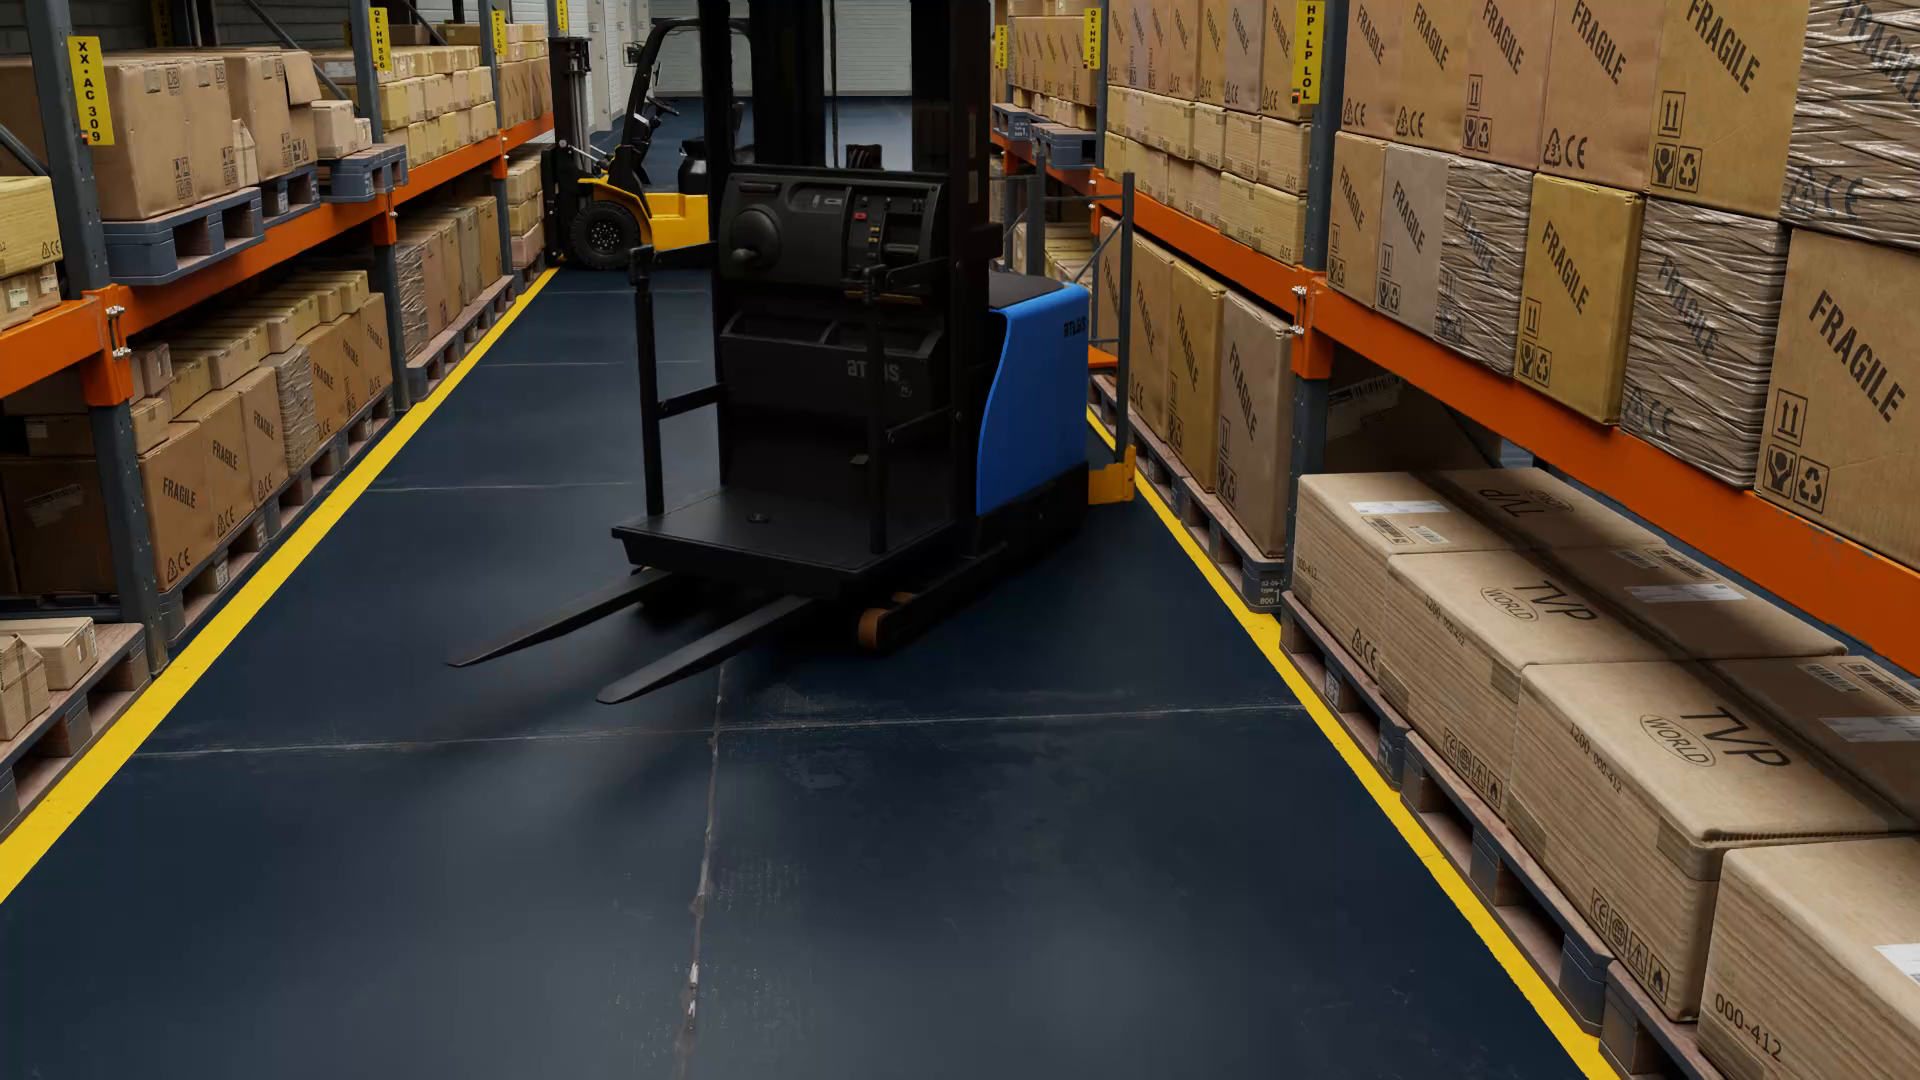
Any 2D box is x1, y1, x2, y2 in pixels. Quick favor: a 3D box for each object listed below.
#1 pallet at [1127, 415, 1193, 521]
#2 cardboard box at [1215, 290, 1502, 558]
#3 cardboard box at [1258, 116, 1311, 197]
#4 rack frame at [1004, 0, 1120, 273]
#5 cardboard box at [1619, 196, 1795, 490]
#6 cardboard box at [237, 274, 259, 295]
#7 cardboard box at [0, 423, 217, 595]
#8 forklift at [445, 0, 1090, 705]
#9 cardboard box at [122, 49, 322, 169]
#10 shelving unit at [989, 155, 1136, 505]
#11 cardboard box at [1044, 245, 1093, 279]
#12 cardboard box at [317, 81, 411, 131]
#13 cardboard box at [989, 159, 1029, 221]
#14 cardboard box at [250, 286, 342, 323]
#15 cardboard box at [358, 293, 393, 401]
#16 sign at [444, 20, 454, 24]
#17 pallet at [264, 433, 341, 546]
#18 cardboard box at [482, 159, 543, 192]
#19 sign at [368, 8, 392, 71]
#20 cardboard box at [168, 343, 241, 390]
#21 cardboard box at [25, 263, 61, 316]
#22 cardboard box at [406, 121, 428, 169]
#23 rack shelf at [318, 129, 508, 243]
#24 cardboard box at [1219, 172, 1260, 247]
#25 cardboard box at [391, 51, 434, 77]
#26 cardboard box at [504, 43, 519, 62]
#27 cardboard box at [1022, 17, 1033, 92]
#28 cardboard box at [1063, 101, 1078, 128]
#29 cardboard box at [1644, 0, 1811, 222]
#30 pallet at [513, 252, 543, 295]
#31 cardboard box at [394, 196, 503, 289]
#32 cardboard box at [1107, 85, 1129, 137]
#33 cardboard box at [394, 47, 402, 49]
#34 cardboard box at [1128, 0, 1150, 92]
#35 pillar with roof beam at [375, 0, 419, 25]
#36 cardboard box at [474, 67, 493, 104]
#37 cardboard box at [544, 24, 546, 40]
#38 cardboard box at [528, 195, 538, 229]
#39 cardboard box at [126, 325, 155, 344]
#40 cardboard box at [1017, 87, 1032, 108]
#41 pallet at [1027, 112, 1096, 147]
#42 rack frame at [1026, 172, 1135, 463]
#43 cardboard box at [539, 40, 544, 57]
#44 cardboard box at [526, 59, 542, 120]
[{"bbox_3d":[1.410,-0.378,8.030,1.003,0.211,1.213,-2,18,-6],"label":"pallet"},{"bbox_3d":[1.550,-0.486,6.563,0.875,0.875,0.875,-1,17,-4],"label":"cardboard box"},{"bbox_3d":[1.407,-1.408,6.069,0.500,0.250,0.500,-2,18,-6],"label":"cardboard box"},{"bbox_3d":[0.869,-3.500,13.319,1.000,3.000,0.127,-2,18,-6],"label":"rack frame"},{"bbox_3d":[1.694,-0.411,3.313,0.500,0.500,0.500,-1,17,-4],"label":"cardboard box"},{"bbox_3d":[-3.912,-1.306,8.720,0.380,0.149,0.250,-1,17,-3],"label":"cardboard box"},{"bbox_3d":[-3.069,-0.121,6.028,0.500,0.500,0.500,-1,17,-3],"label":"cardboard box"},{"bbox_3d":[-0.590,-1.149,5.944,1.130,2.935,3.031,9,20,28],"label":"forklift"},{"bbox_3d":[-3.303,-1.923,7.422,0.797,0.503,0.637,-2,18,-7],"label":"cardboard box"},{"bbox_3d":[0.362,-1.026,7.940,0.587,1.500,1.083,-6,18,-19],"label":"shelving unit"},{"bbox_3d":[1.076,-1.870,11.811,0.950,0.372,0.625,-1,17,-4],"label":"cardboard box"},{"bbox_3d":[-3.433,-2.462,9.426,0.500,0.250,0.500,-2,18,-6],"label":"cardboard box"},{"bbox_3d":[0.487,-3.066,14.573,0.500,0.500,0.500,-1,17,-5],"label":"cardboard box"},{"bbox_3d":[-3.310,-1.172,8.291,0.380,0.149,0.250,-2,18,-7],"label":"cardboard box"},{"bbox_3d":[-3.398,-1.043,8.962,0.500,0.500,0.500,-1,17,-4],"label":"cardboard box"},{"bbox_3d":[-5.033,-4.973,16.433,0.100,0.325,0.005,-2,18,-6],"label":"sign"},{"bbox_3d":[-3.493,-0.237,7.581,1.003,0.211,1.213,-2,18,-6],"label":"pallet"},{"bbox_3d":[-3.911,-3.166,14.473,0.500,0.250,0.500,-1,17,-4],"label":"cardboard box"},{"bbox_3d":[-3.117,-2.688,8.932,0.100,0.325,0.005,-2,18,-6],"label":"sign"},{"bbox_3d":[-3.189,-0.708,6.813,0.380,0.149,0.250,-2,18,-6],"label":"cardboard box"},{"bbox_3d":[-2.959,-0.755,4.995,0.380,0.149,0.250,-2,17,-5],"label":"cardboard box"},{"bbox_3d":[-3.505,-2.372,9.976,0.500,0.250,0.500,-2,18,-7],"label":"cardboard box"},{"bbox_3d":[-3.862,-2.407,11.037,1.077,0.370,4.000,-2,18,-6],"label":"rack shelf"},{"bbox_3d":[1.346,-1.323,6.634,0.500,0.250,0.500,-2,18,-6],"label":"cardboard box"},{"bbox_3d":[-3.539,-3.000,10.474,0.380,0.149,0.250,-1,17,-4],"label":"cardboard box"},{"bbox_3d":[-3.874,-4.036,13.775,0.380,0.149,0.250,-1,17,-4],"label":"cardboard box"},{"bbox_3d":[0.722,-3.445,11.778,0.500,0.500,0.500,-2,18,-6],"label":"cardboard box"},{"bbox_3d":[0.843,-2.631,10.268,0.380,0.149,0.250,-2,18,-6],"label":"cardboard box"},{"bbox_3d":[1.689,-0.888,3.163,0.500,0.500,0.500,-2,18,-6],"label":"cardboard box"},{"bbox_3d":[-4.108,-2.254,14.003,1.003,0.211,1.213,-2,18,-6],"label":"pallet"},{"bbox_3d":[-4.003,-2.258,12.626,0.875,0.625,0.625,-1,17,-3],"label":"cardboard box"},{"bbox_3d":[1.088,-2.317,8.965,0.500,0.250,0.500,-2,18,-6],"label":"cardboard box"},{"bbox_3d":[-4.270,-3.510,12.100,0.380,0.149,0.250,-2,18,-7],"label":"cardboard box"},{"bbox_3d":[1.150,-2.531,8.396,0.500,0.500,0.500,-2,18,-5],"label":"cardboard box"},{"bbox_3d":[-1.023,-7.298,15.399,9.100,9.000,0.400,-2,18,-6],"label":"pillar with roof beam"},{"bbox_3d":[-3.763,-3.375,12.334,0.500,0.250,0.500,-2,18,-7],"label":"cardboard box"},{"bbox_3d":[-4.178,-4.864,15.916,0.380,0.149,0.250,-2,18,-6],"label":"cardboard box"},{"bbox_3d":[-3.865,-2.777,14.068,0.500,0.250,0.500,-2,18,-6],"label":"cardboard box"},{"bbox_3d":[-3.739,-0.841,7.237,0.380,0.149,0.250,-2,18,-8],"label":"cardboard box"},{"bbox_3d":[0.629,-3.332,12.500,0.380,0.149,0.250,-1,17,-5],"label":"cardboard box"},{"bbox_3d":[1.037,-2.806,11.426,1.003,0.211,1.213,-2,18,-6],"label":"pallet"},{"bbox_3d":[0.531,-0.885,7.491,0.500,1.500,0.032,-6,18,-19],"label":"rack frame"},{"bbox_3d":[-4.144,-4.646,15.718,0.380,0.149,0.250,-1,17,-5],"label":"cardboard box"},{"bbox_3d":[-4.008,-3.990,14.711,0.500,0.500,0.500,-2,18,-5],"label":"cardboard box"}]
